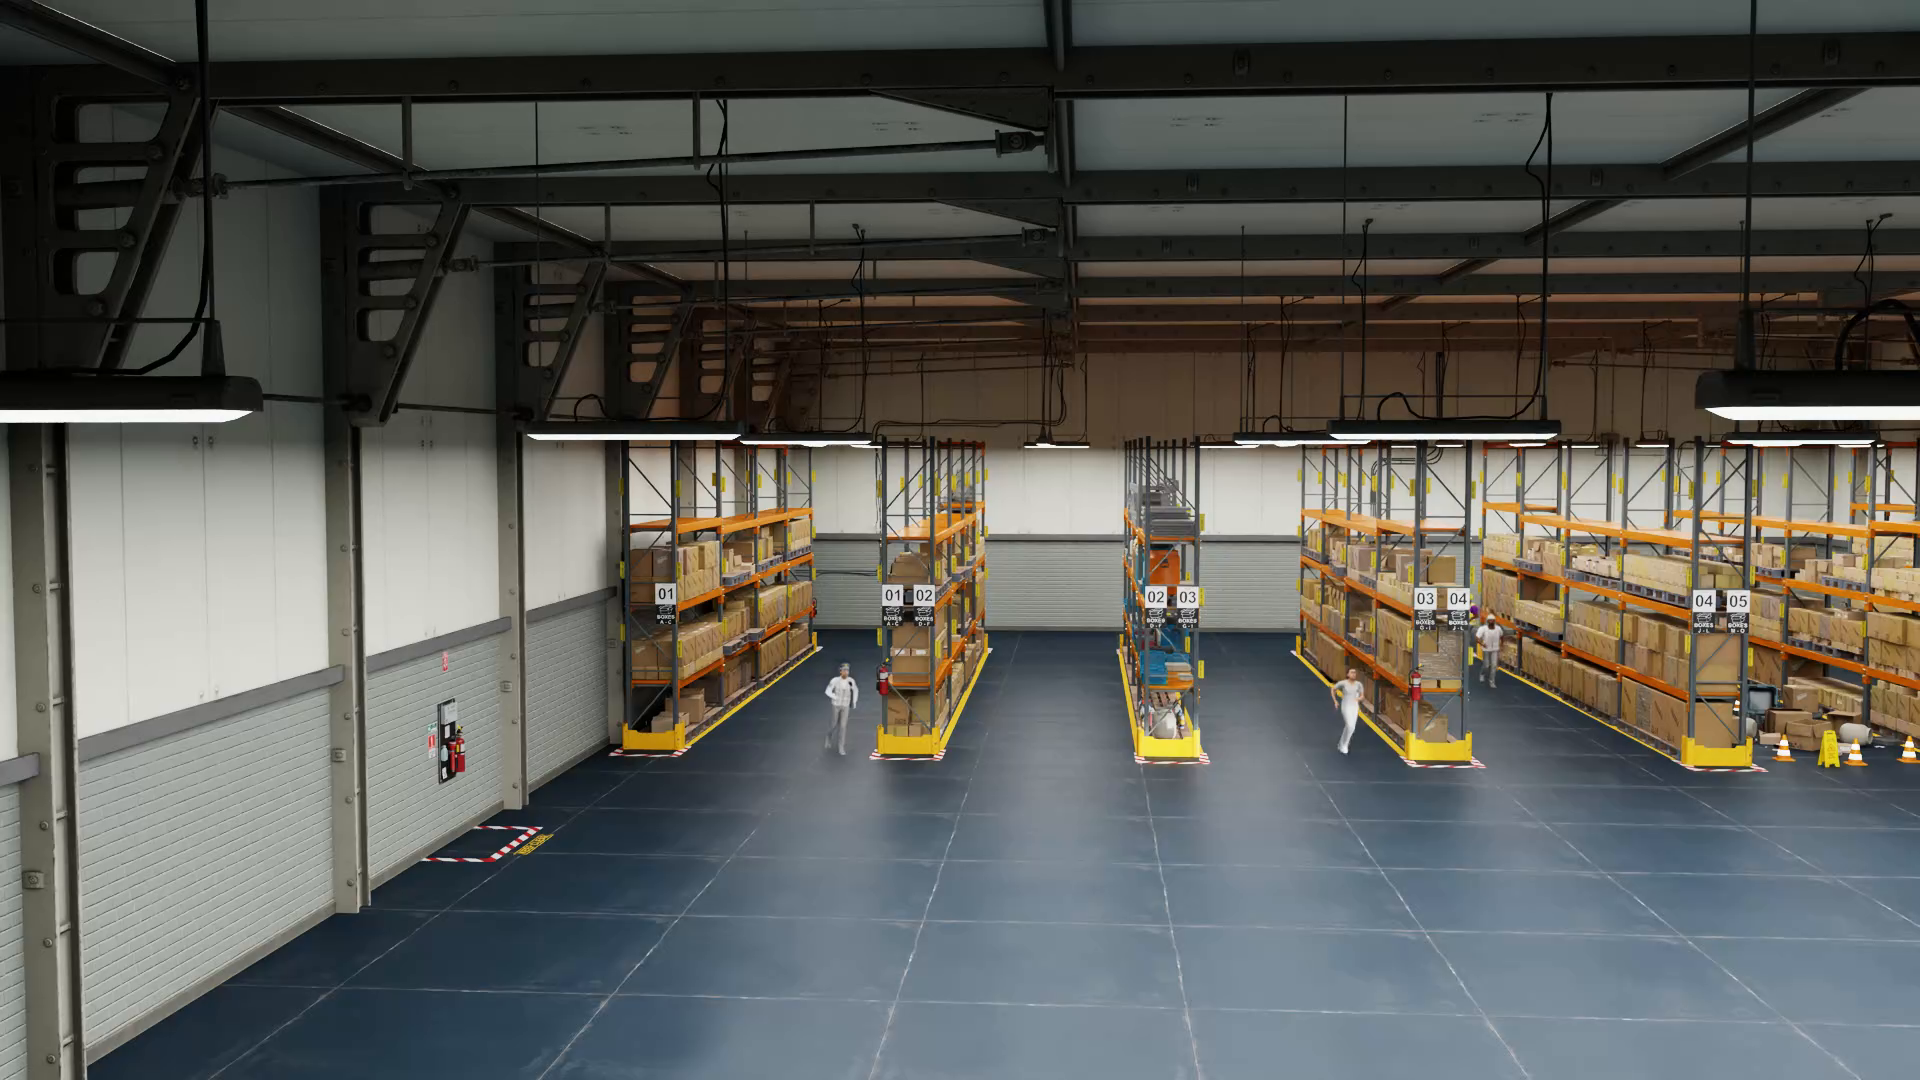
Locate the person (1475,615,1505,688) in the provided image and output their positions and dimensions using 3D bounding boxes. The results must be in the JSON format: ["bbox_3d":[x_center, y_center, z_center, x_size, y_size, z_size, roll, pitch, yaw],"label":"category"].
[{"bbox_3d":[12.899,2.687,40.454,0.726,1.766,0.799,0,3,1],"label":"person"}]

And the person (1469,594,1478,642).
[{"bbox_3d":[14.511,2.355,47.535,0.538,1.656,0.809,0,3,-8],"label":"person"}]

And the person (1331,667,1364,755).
[{"bbox_3d":[7.360,3.224,31.405,0.554,1.634,0.628,-1,3,-14],"label":"person"}]

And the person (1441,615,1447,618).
[{"bbox_3d":[13.029,2.502,44.036,0.726,1.801,0.745,0,3,9],"label":"person"}]

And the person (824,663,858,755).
[{"bbox_3d":[-2.231,3.171,31.616,0.655,1.684,0.861,-1,3,-14],"label":"person"}]
